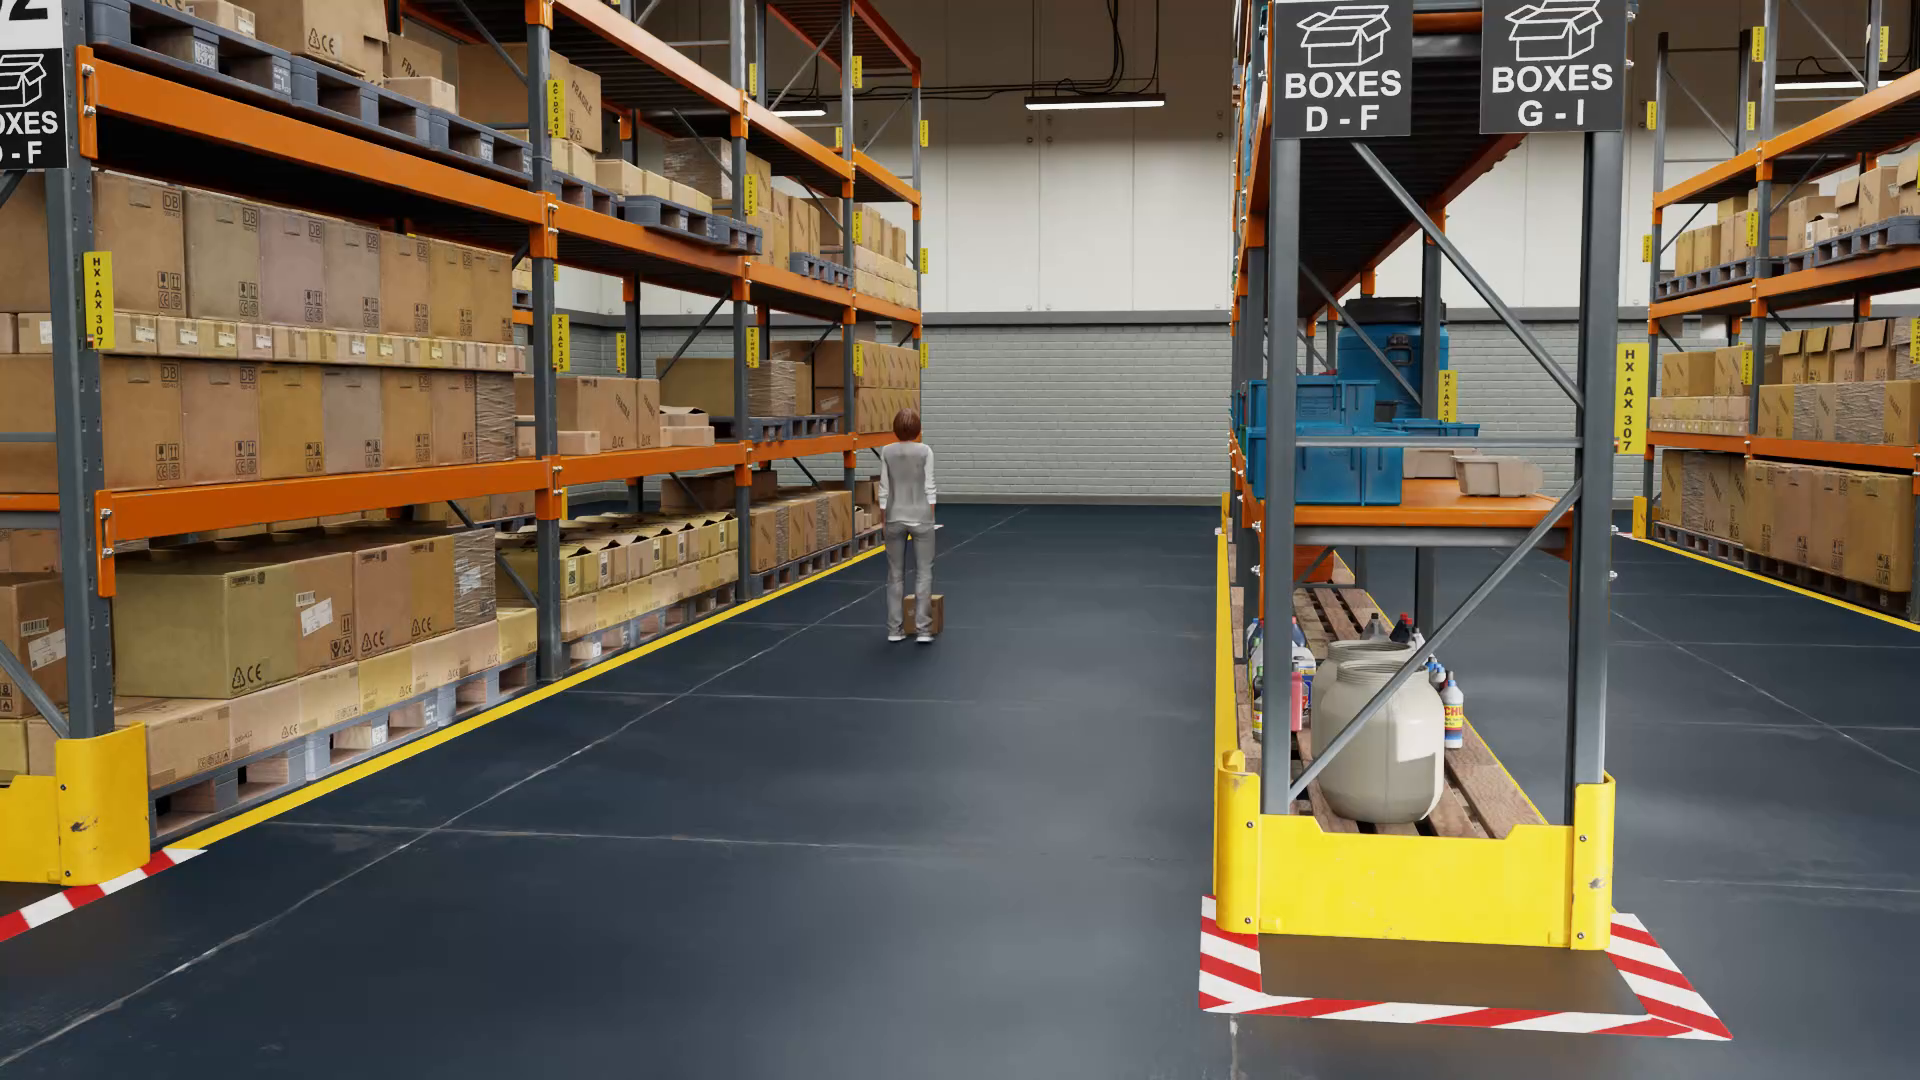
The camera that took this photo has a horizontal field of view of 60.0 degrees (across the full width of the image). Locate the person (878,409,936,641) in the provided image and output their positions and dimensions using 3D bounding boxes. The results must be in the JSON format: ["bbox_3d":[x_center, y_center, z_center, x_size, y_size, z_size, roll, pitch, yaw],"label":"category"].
[{"bbox_3d":[-0.361,-0.096,11.358,0.406,1.598,0.310,1,5,10],"label":"person"}]
